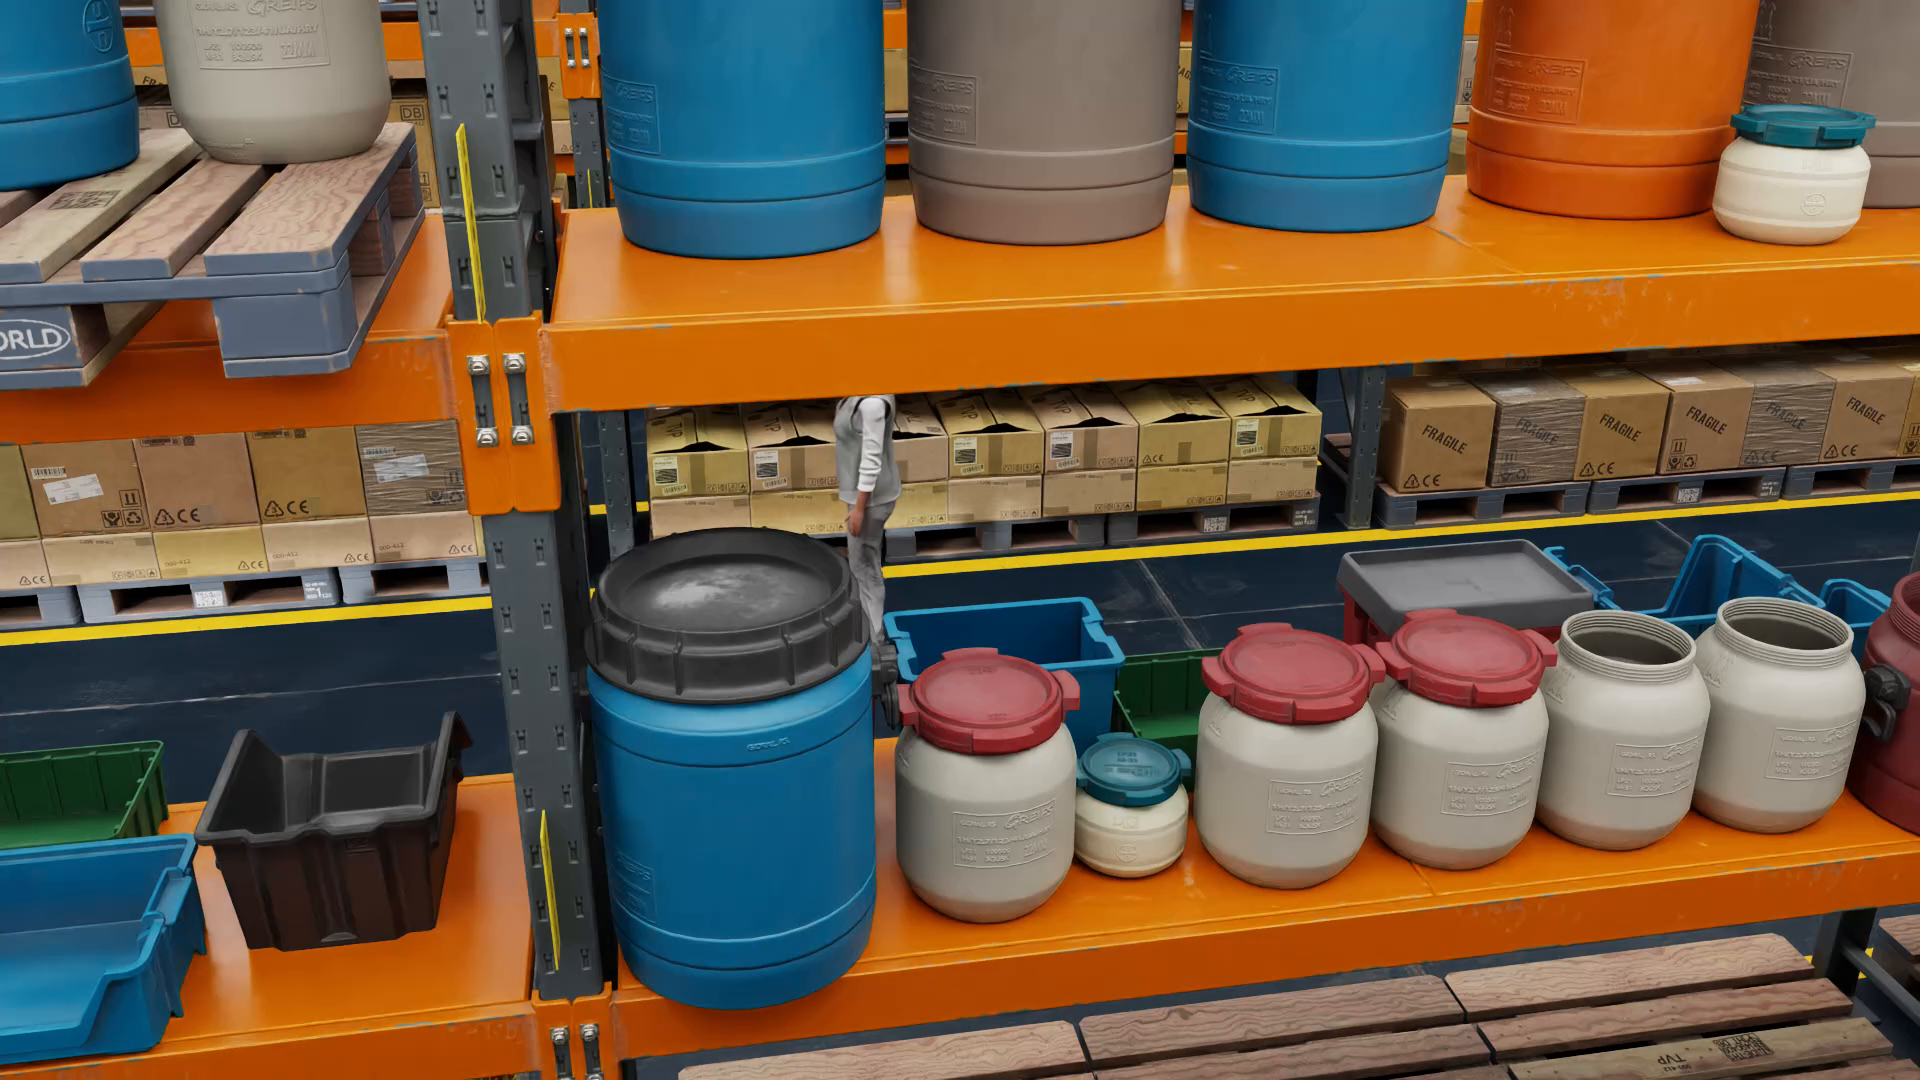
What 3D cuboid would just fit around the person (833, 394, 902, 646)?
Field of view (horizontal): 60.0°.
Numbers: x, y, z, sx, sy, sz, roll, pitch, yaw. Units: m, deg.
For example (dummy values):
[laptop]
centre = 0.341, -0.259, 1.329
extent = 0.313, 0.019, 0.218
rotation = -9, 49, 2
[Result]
[person]
centre = -0.461, -0.192, 7.512
extent = 0.398, 1.612, 0.461
rotation = -1, 24, -2
